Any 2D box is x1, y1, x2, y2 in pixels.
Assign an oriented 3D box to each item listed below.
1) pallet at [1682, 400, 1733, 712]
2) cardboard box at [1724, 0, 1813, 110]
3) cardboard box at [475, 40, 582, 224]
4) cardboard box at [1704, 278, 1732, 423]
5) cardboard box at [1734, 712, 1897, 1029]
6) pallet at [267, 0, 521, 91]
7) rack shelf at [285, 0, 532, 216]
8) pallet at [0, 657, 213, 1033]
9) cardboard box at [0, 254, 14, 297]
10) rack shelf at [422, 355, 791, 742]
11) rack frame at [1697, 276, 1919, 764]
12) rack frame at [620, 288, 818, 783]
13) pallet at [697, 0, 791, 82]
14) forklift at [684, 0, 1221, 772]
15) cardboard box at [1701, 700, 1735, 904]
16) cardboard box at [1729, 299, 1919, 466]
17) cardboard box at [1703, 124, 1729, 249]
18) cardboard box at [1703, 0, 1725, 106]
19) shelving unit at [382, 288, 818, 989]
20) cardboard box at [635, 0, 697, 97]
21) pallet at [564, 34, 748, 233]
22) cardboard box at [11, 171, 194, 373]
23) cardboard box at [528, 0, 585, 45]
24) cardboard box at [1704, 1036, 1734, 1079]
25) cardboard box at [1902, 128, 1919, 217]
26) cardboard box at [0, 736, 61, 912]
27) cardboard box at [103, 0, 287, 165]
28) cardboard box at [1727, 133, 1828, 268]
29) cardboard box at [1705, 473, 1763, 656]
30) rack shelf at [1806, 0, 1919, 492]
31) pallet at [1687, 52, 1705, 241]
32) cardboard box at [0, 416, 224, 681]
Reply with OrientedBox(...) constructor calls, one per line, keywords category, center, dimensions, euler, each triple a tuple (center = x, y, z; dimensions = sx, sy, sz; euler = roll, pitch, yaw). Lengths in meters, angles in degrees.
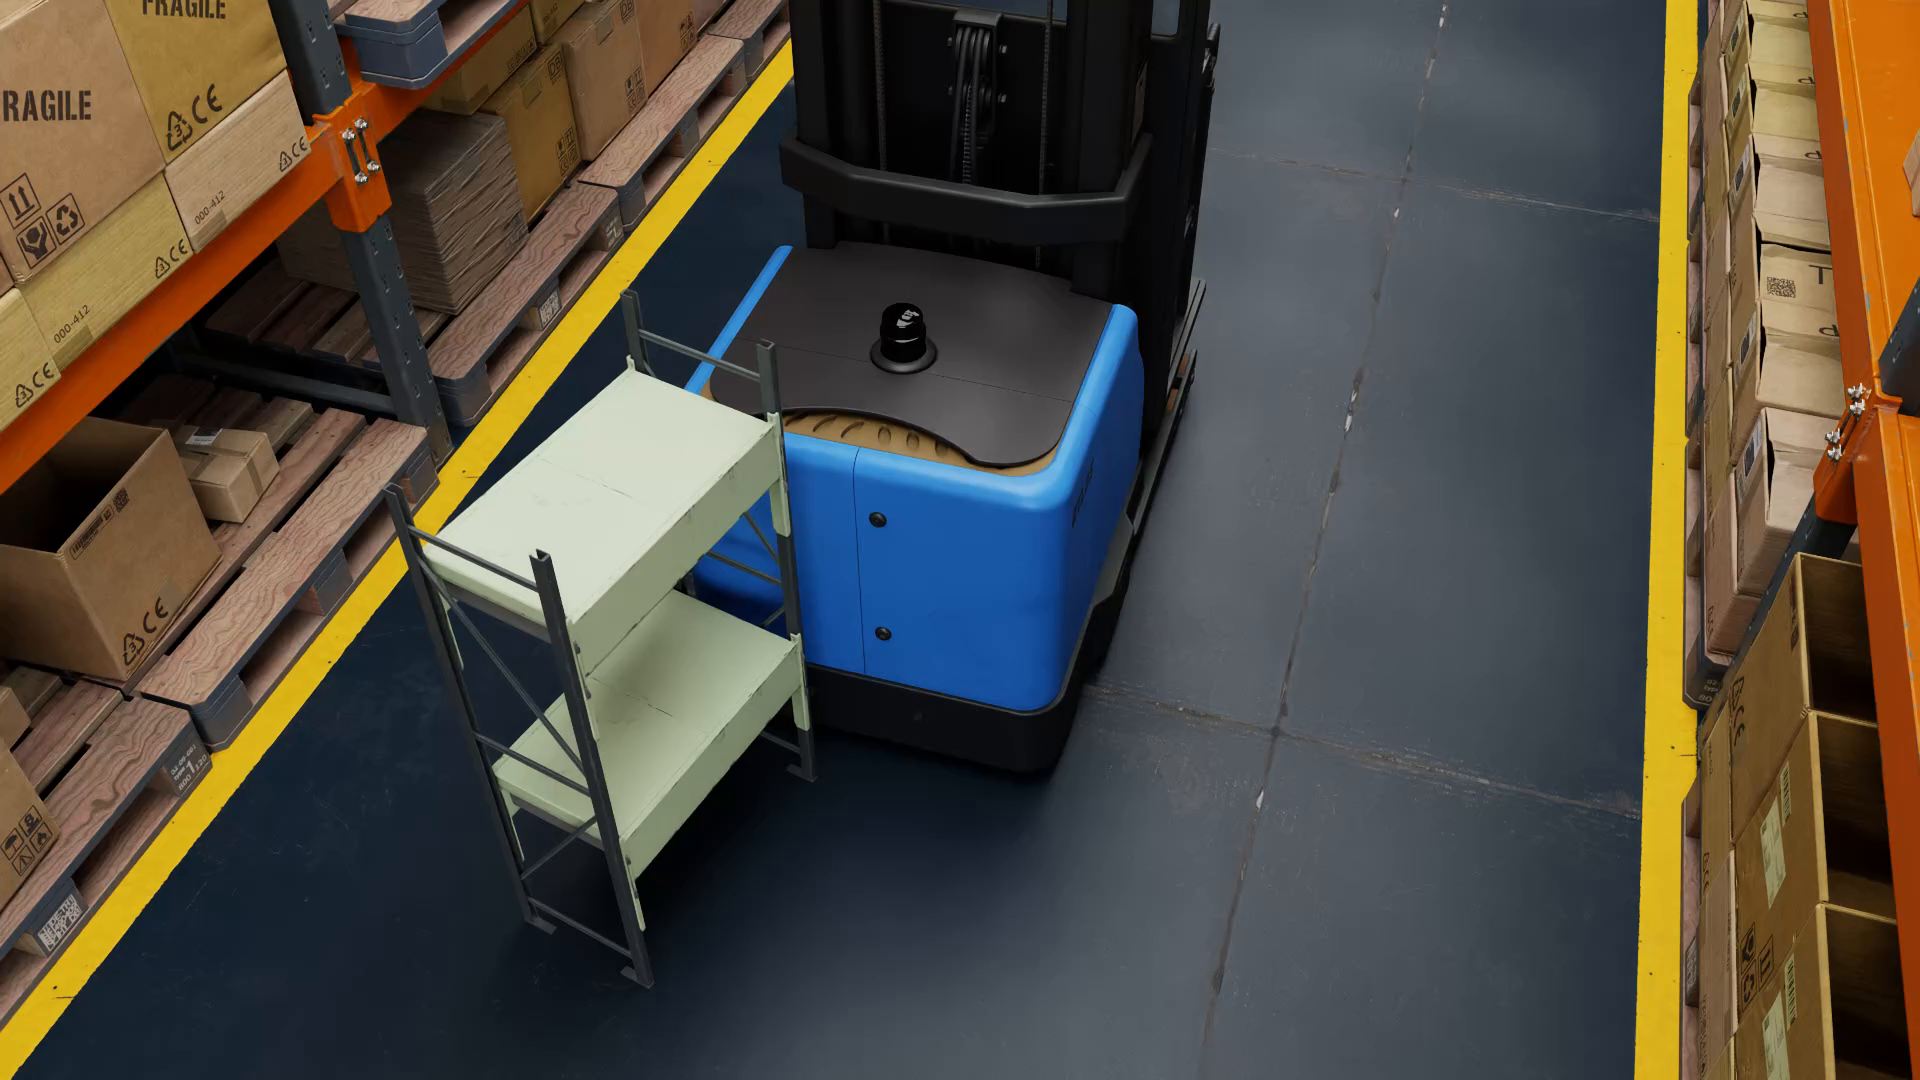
OrientedBox(category="pallet", center=(2.727, 0.109, 4.987), dimensions=(1.003, 0.211, 1.213), euler=(13, 46, 13))
OrientedBox(category="cardboard box", center=(3.163, -1.783, 6.192), dimensions=(0.500, 0.311, 0.500), euler=(11, 46, 12))
OrientedBox(category="cardboard box", center=(-1.865, -1.548, 6.159), dimensions=(0.700, 0.500, 0.500), euler=(12, 46, 12))
OrientedBox(category="cardboard box", center=(2.700, -0.571, 5.354), dimensions=(0.500, 0.250, 0.500), euler=(13, 46, 13))
OrientedBox(category="cardboard box", center=(1.958, 0.755, 3.464), dimensions=(0.500, 0.500, 0.500), euler=(13, 46, 13))
OrientedBox(category="pallet", center=(-1.811, -1.845, 5.127), dimensions=(1.003, 0.211, 1.213), euler=(13, 46, 13))
OrientedBox(category="rack shelf", center=(-1.575, -2.510, 6.185), dimensions=(1.077, 0.370, 4.000), euler=(13, 46, 13))
OrientedBox(category="pallet", center=(-2.718, 0.833, 4.248), dimensions=(1.003, 0.211, 1.213), euler=(13, 46, 13))
OrientedBox(category="cardboard box", center=(-2.338, -0.608, 3.284), dimensions=(0.500, 0.500, 0.500), euler=(11, 46, 11))
OrientedBox(category="rack shelf", center=(-0.754, -0.001, 3.621), dimensions=(0.431, 0.370, 0.720), euler=(22, 48, 21))
OrientedBox(category="rack frame", center=(2.541, -0.388, 3.502), dimensions=(1.000, 3.000, 0.127), euler=(13, 46, 13))
OrientedBox(category="rack frame", center=(-0.571, 0.056, 4.120), dimensions=(0.400, 1.500, 0.023), euler=(22, 48, 21))
OrientedBox(category="pallet", center=(-1.208, -2.584, 7.739), dimensions=(1.003, 0.211, 1.213), euler=(13, 46, 13))
OrientedBox(category="forklift", center=(0.182, -1.469, 4.656), dimensions=(1.130, 2.935, 3.031), euler=(12, 46, 12))
OrientedBox(category="cardboard box", center=(2.112, 0.690, 4.066), dimensions=(0.500, 0.250, 0.500), euler=(13, 46, 13))
OrientedBox(category="cardboard box", center=(2.542, -0.434, 4.814), dimensions=(0.500, 0.311, 0.500), euler=(14, 46, 14))
OrientedBox(category="cardboard box", center=(3.011, -1.251, 6.050), dimensions=(0.500, 0.250, 0.500), euler=(11, 46, 11))
OrientedBox(category="cardboard box", center=(3.314, -1.934, 6.748), dimensions=(0.500, 0.250, 0.500), euler=(12, 46, 12))
OrientedBox(category="shelving unit", center=(-0.754, 0.278, 3.894), dimensions=(0.431, 1.500, 0.755), euler=(22, 48, 21))
OrientedBox(category="cardboard box", center=(-1.528, -2.218, 6.844), dimensions=(0.700, 0.500, 0.500), euler=(12, 46, 12))
OrientedBox(category="pallet", center=(-1.579, -1.773, 6.911), dimensions=(1.003, 0.211, 1.213), euler=(13, 46, 13))
OrientedBox(category="cardboard box", center=(-2.194, -0.678, 3.891), dimensions=(0.500, 0.250, 0.500), euler=(13, 46, 13))
OrientedBox(category="cardboard box", center=(-1.690, -2.102, 6.190), dimensions=(0.500, 0.250, 0.500), euler=(11, 46, 11))
OrientedBox(category="cardboard box", center=(1.799, 1.354, 3.387), dimensions=(0.500, 0.250, 0.500), euler=(13, 46, 13))
OrientedBox(category="cardboard box", center=(2.632, -0.965, 4.187), dimensions=(0.396, 0.266, 0.258), euler=(12, 46, 12))
OrientedBox(category="cardboard box", center=(-2.655, 0.667, 3.896), dimensions=(0.700, 0.500, 0.500), euler=(10, 45, 10))
OrientedBox(category="cardboard box", center=(-2.030, -1.275, 3.965), dimensions=(0.500, 0.500, 0.500), euler=(12, 46, 12))
OrientedBox(category="cardboard box", center=(2.851, -1.101, 5.495), dimensions=(0.500, 0.311, 0.500), euler=(12, 46, 12))
OrientedBox(category="cardboard box", center=(2.390, 0.107, 4.662), dimensions=(0.500, 0.250, 0.500), euler=(12, 46, 12))
OrientedBox(category="rack shelf", center=(3.147, -1.464, 5.116), dimensions=(1.077, 0.370, 4.000), euler=(13, 46, 13))
OrientedBox(category="pallet", center=(3.466, -1.517, 6.649), dimensions=(1.003, 0.211, 1.213), euler=(13, 46, 13))
OrientedBox(category="cardboard box", center=(-2.457, 0.002, 4.576), dimensions=(0.500, 0.500, 0.500), euler=(9, 45, 9))
